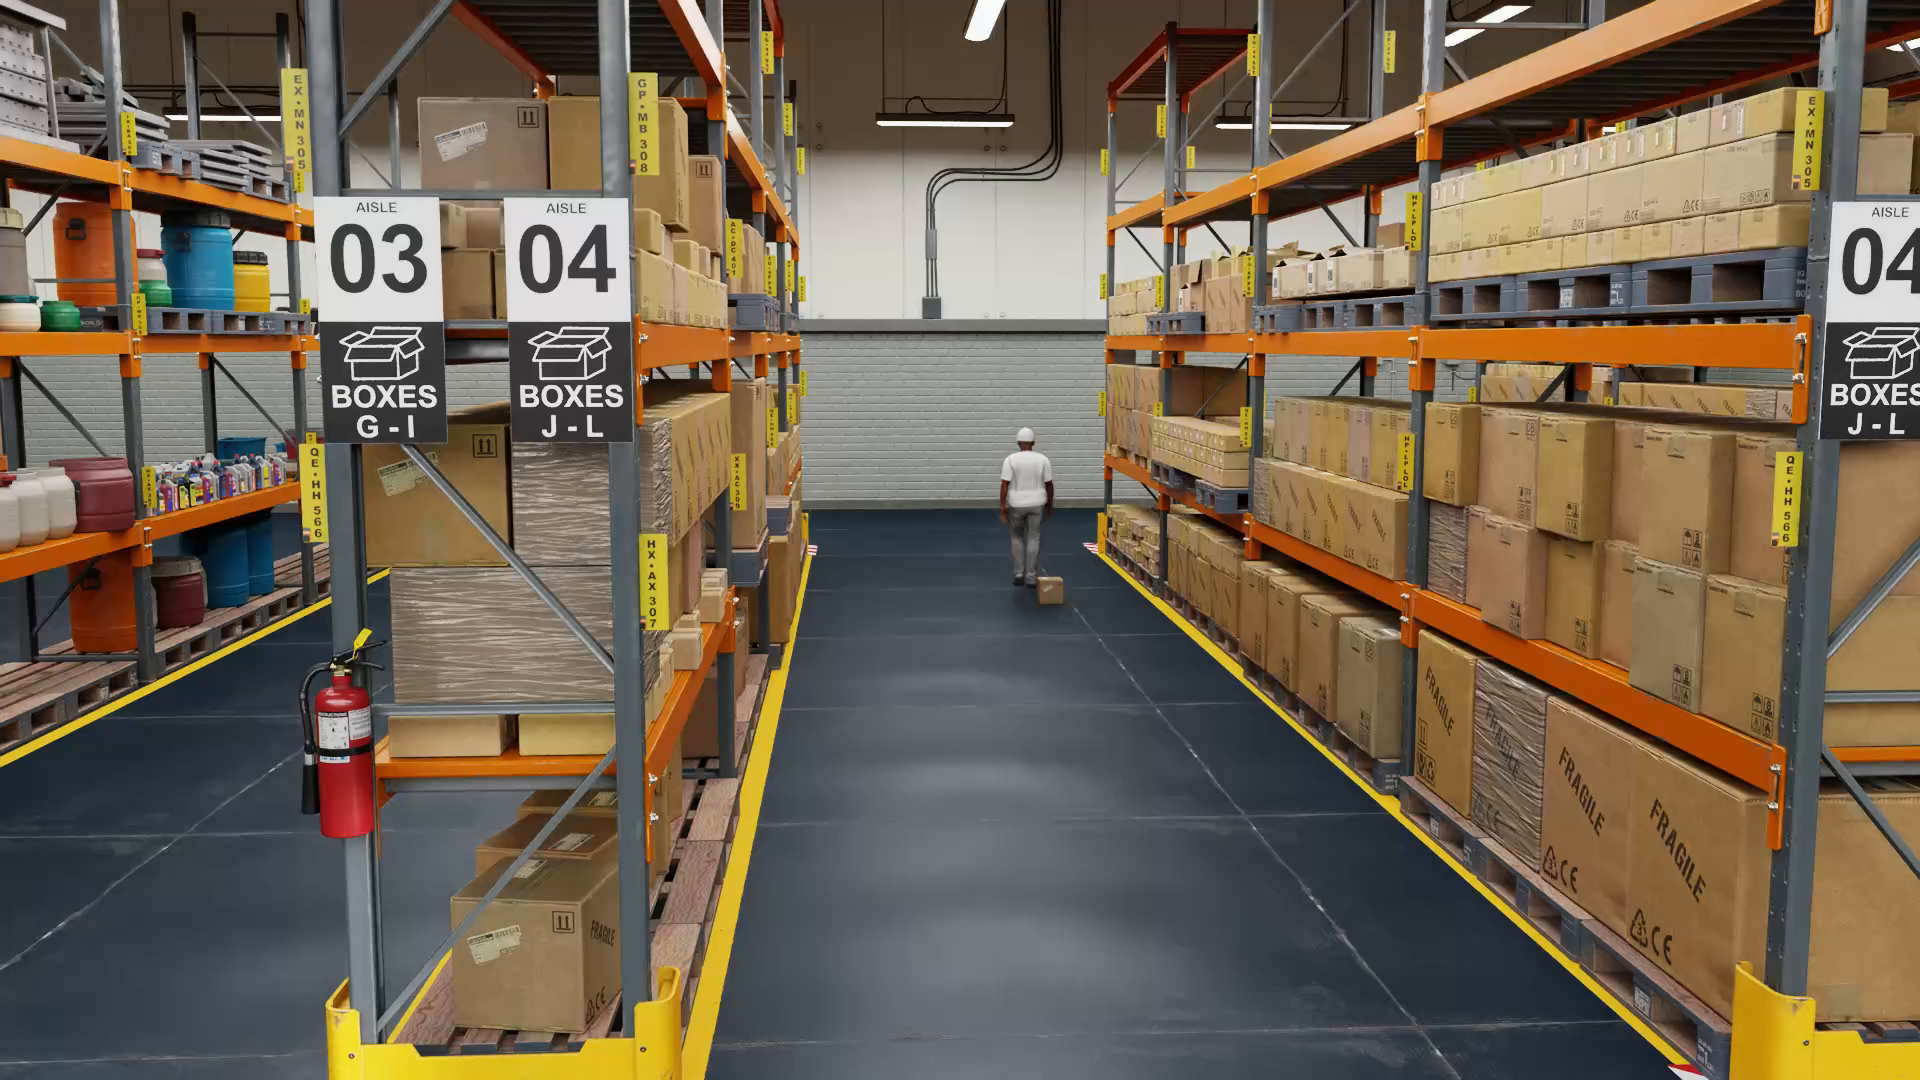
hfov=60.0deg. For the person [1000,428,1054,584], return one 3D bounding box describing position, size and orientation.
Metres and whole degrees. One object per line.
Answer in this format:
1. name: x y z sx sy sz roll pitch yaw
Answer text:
1. person: 0.757 -0.361 18.773 0.601 1.819 0.701 0 7 4
